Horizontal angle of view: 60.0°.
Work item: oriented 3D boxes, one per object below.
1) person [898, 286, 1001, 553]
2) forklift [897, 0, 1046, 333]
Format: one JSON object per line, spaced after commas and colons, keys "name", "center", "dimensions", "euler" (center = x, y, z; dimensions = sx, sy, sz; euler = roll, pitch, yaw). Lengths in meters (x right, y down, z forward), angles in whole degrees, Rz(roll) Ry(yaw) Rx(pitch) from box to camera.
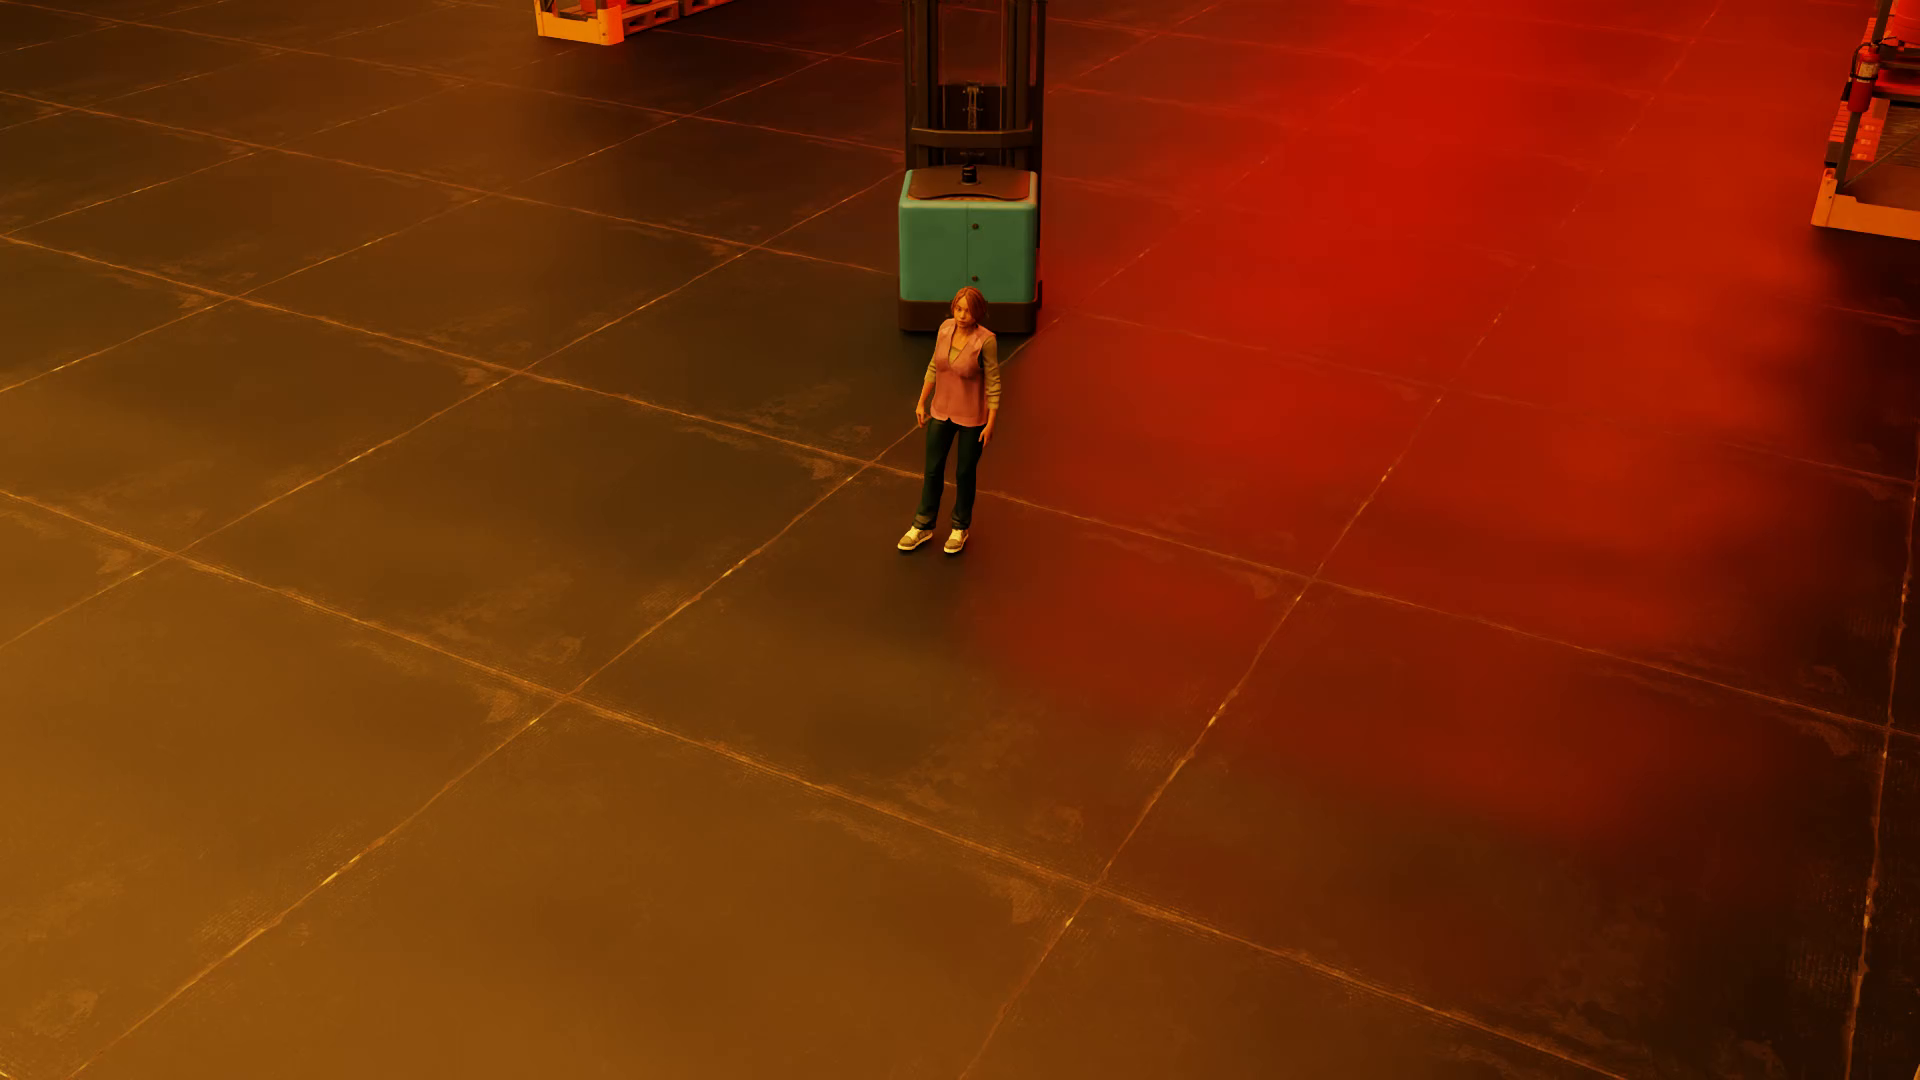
{"name": "person", "center": [-0.049, -0.669, 9.549], "dimensions": [0.520, 1.599, 0.473], "euler": [15, 33, 25]}
{"name": "forklift", "center": [0.121, -3.537, 13.199], "dimensions": [1.130, 2.935, 3.031], "euler": [1, 30, 2]}
